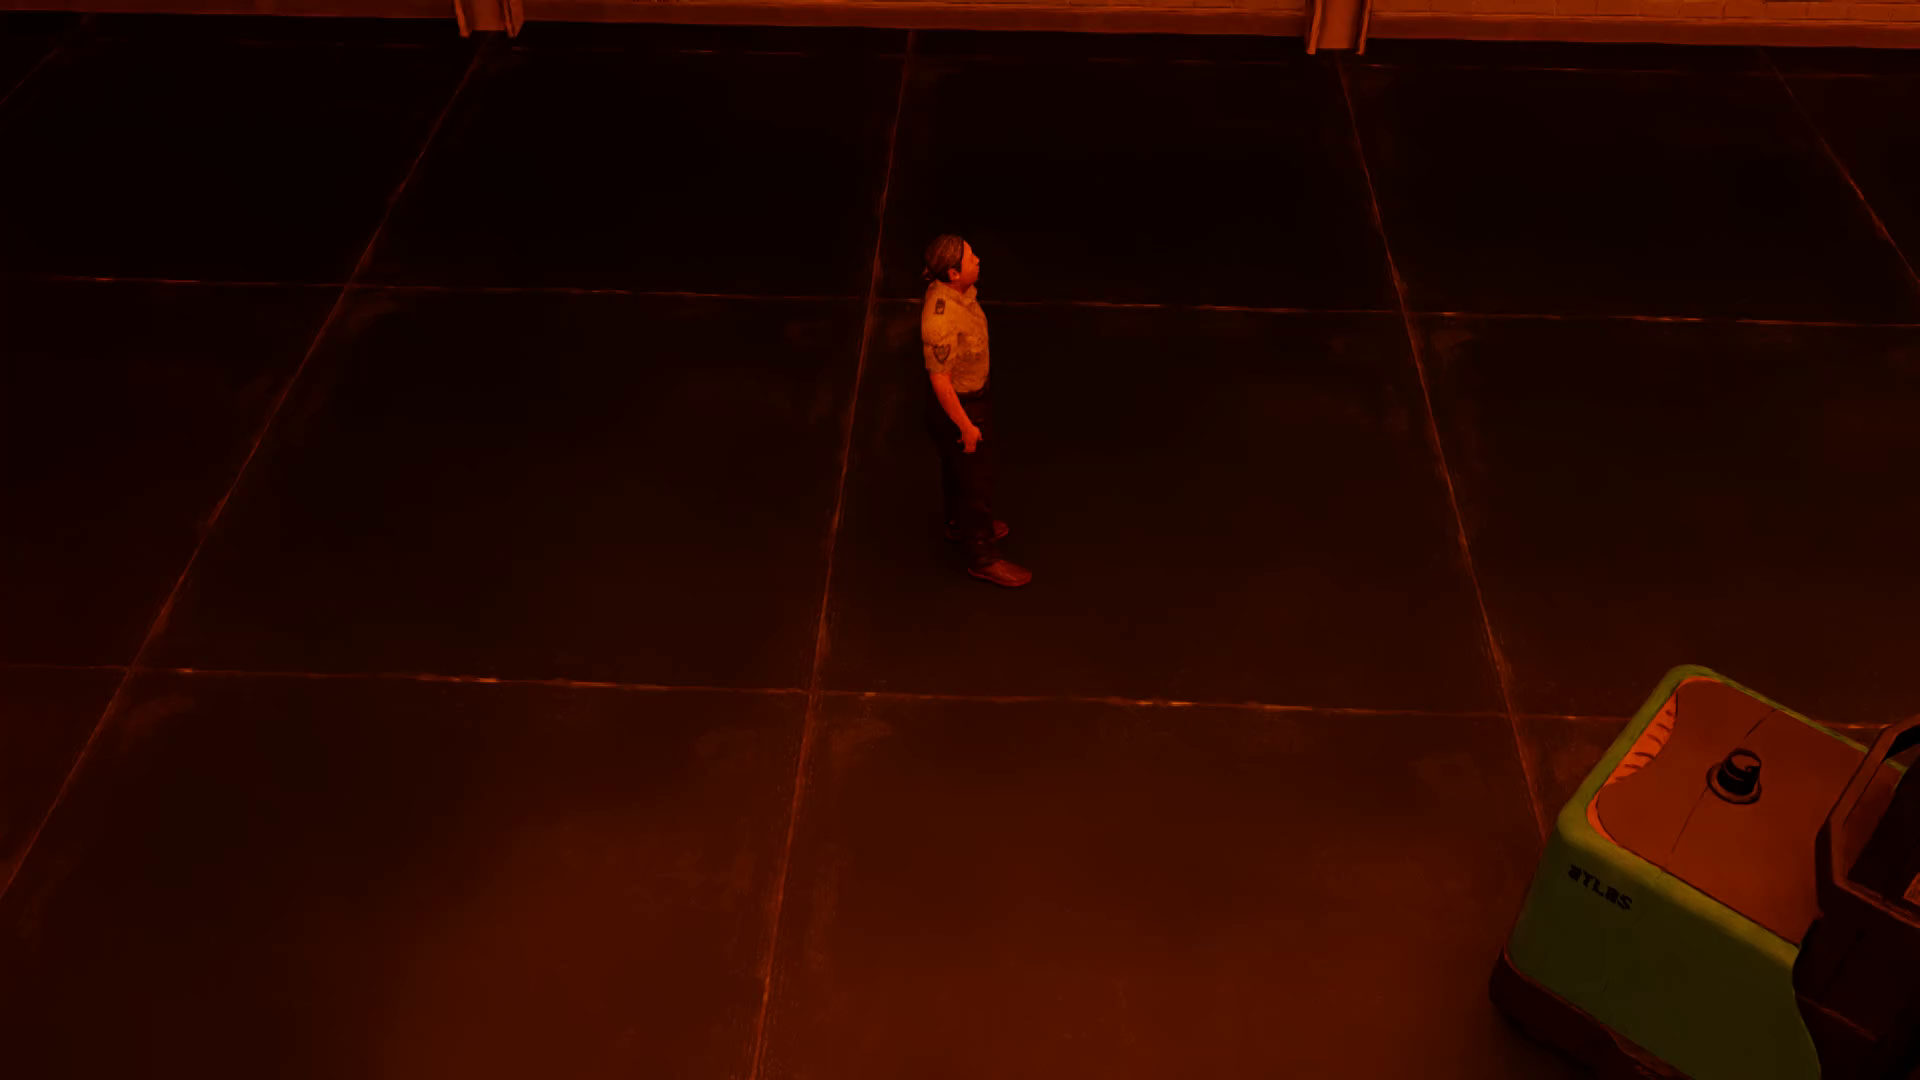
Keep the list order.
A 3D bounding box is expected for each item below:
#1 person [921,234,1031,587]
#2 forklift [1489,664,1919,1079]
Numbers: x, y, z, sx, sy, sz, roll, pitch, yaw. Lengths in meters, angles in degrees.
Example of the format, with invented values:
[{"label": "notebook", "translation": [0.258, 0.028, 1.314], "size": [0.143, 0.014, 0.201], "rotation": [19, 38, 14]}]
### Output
[{"label": "person", "translation": [0.089, -0.596, 7.336], "size": [0.502, 1.650, 0.599], "rotation": [2, 42, 2]}, {"label": "forklift", "translation": [3.354, 1.024, 4.620], "size": [3.031, 2.935, 1.130], "rotation": [31, 51, 29]}]
